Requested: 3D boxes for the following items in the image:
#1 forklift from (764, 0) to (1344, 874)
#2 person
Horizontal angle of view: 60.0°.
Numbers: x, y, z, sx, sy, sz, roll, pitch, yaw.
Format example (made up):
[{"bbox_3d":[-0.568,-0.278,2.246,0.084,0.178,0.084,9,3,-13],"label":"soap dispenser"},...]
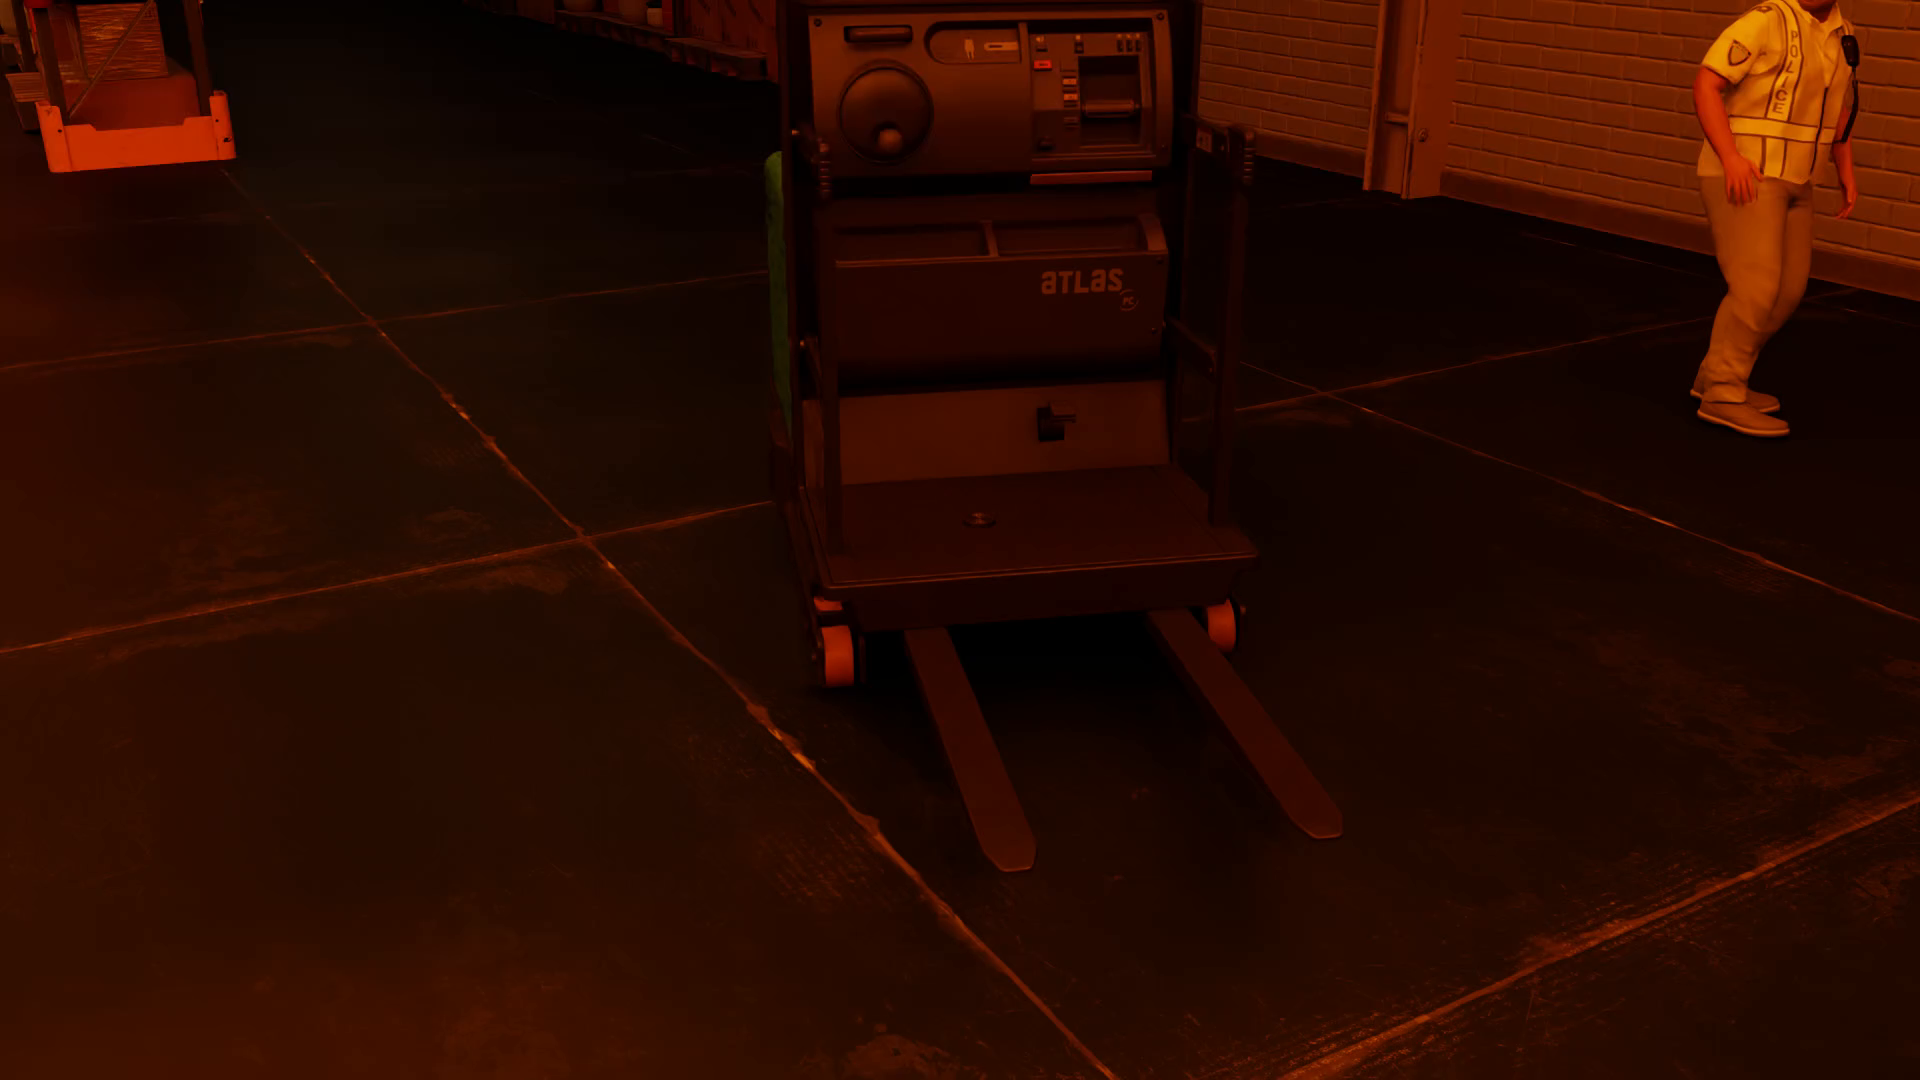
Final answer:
[{"bbox_3d":[0.126,-1.127,4.020,1.130,2.935,3.031,-4,23,-10],"label":"forklift"},{"bbox_3d":[2.974,-1.279,5.973,0.737,1.735,0.531,-15,26,-31],"label":"person"}]
